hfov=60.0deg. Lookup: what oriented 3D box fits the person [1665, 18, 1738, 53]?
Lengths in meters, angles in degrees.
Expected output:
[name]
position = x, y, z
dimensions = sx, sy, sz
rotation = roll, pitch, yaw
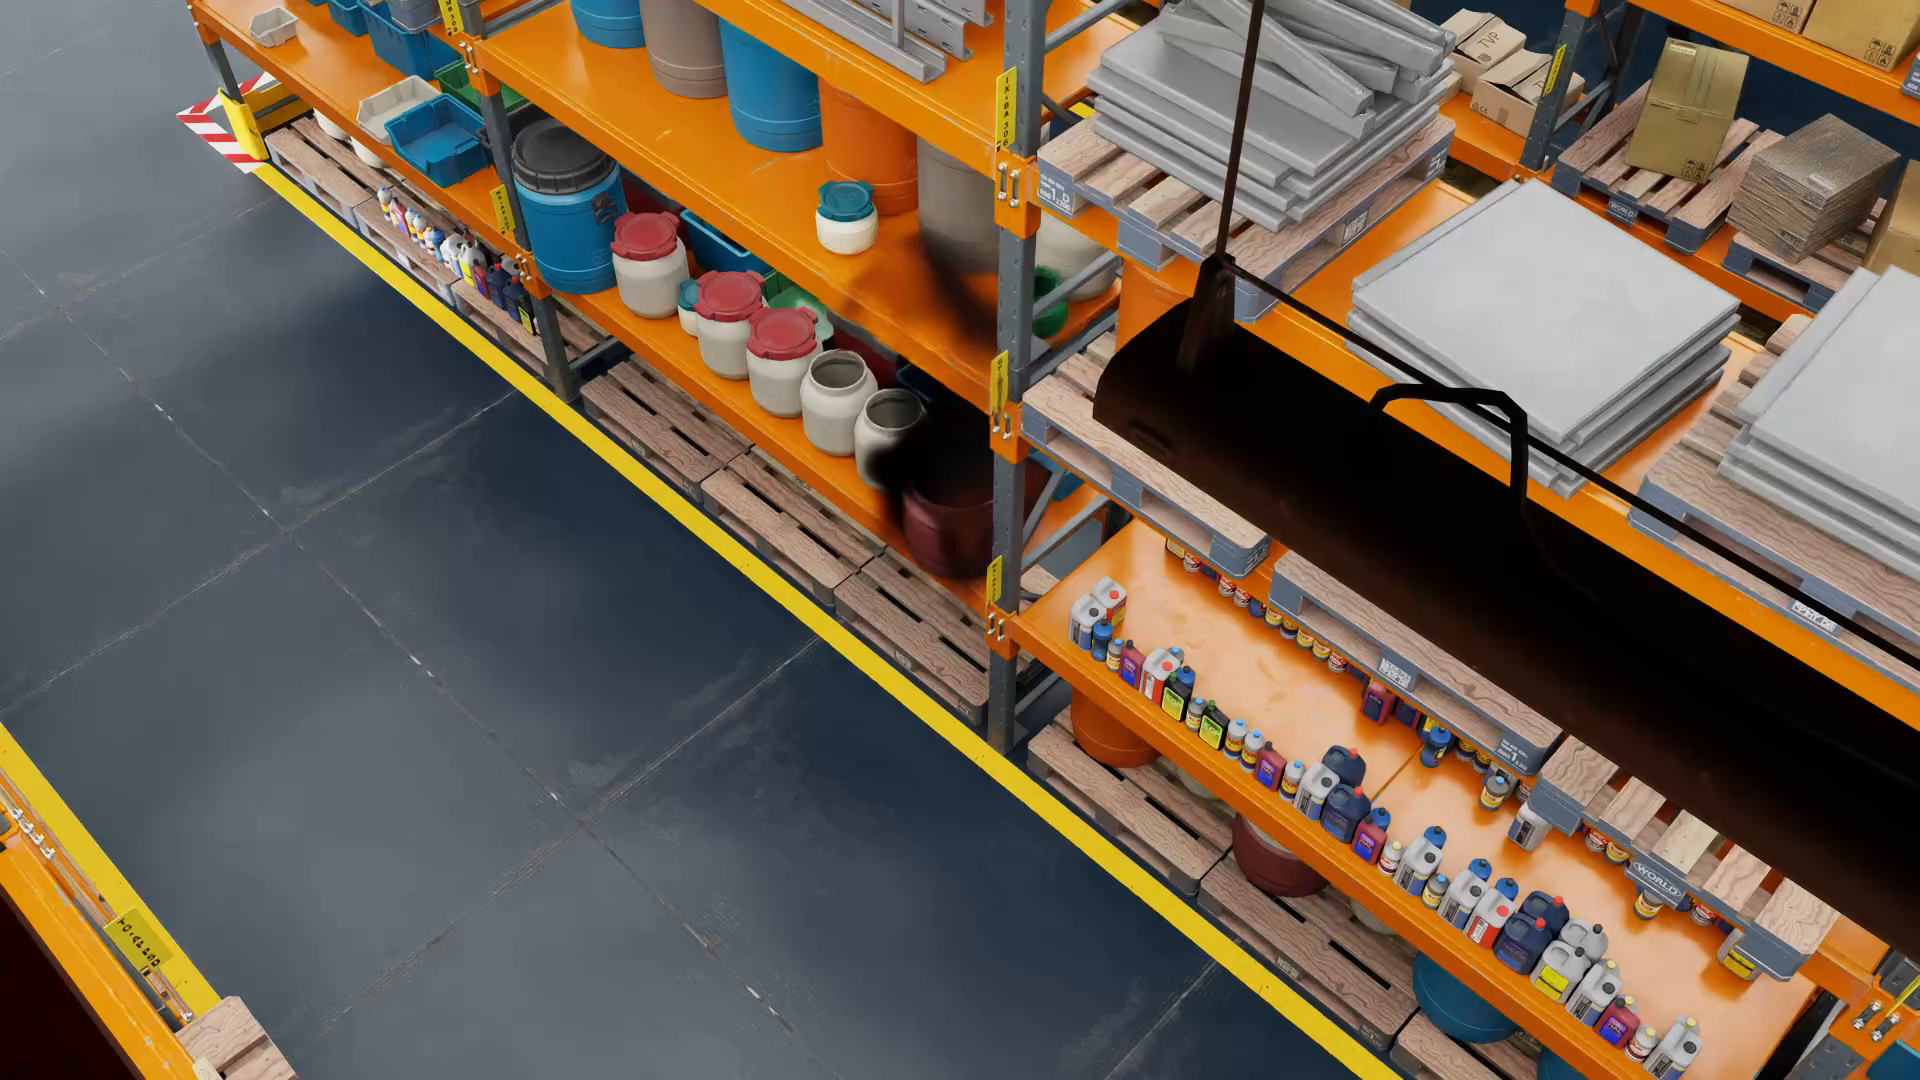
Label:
[person]
position = 5.846, -4.263, 12.974
dimensions = 0.769, 1.579, 0.616
rotation = -2, 50, -2
